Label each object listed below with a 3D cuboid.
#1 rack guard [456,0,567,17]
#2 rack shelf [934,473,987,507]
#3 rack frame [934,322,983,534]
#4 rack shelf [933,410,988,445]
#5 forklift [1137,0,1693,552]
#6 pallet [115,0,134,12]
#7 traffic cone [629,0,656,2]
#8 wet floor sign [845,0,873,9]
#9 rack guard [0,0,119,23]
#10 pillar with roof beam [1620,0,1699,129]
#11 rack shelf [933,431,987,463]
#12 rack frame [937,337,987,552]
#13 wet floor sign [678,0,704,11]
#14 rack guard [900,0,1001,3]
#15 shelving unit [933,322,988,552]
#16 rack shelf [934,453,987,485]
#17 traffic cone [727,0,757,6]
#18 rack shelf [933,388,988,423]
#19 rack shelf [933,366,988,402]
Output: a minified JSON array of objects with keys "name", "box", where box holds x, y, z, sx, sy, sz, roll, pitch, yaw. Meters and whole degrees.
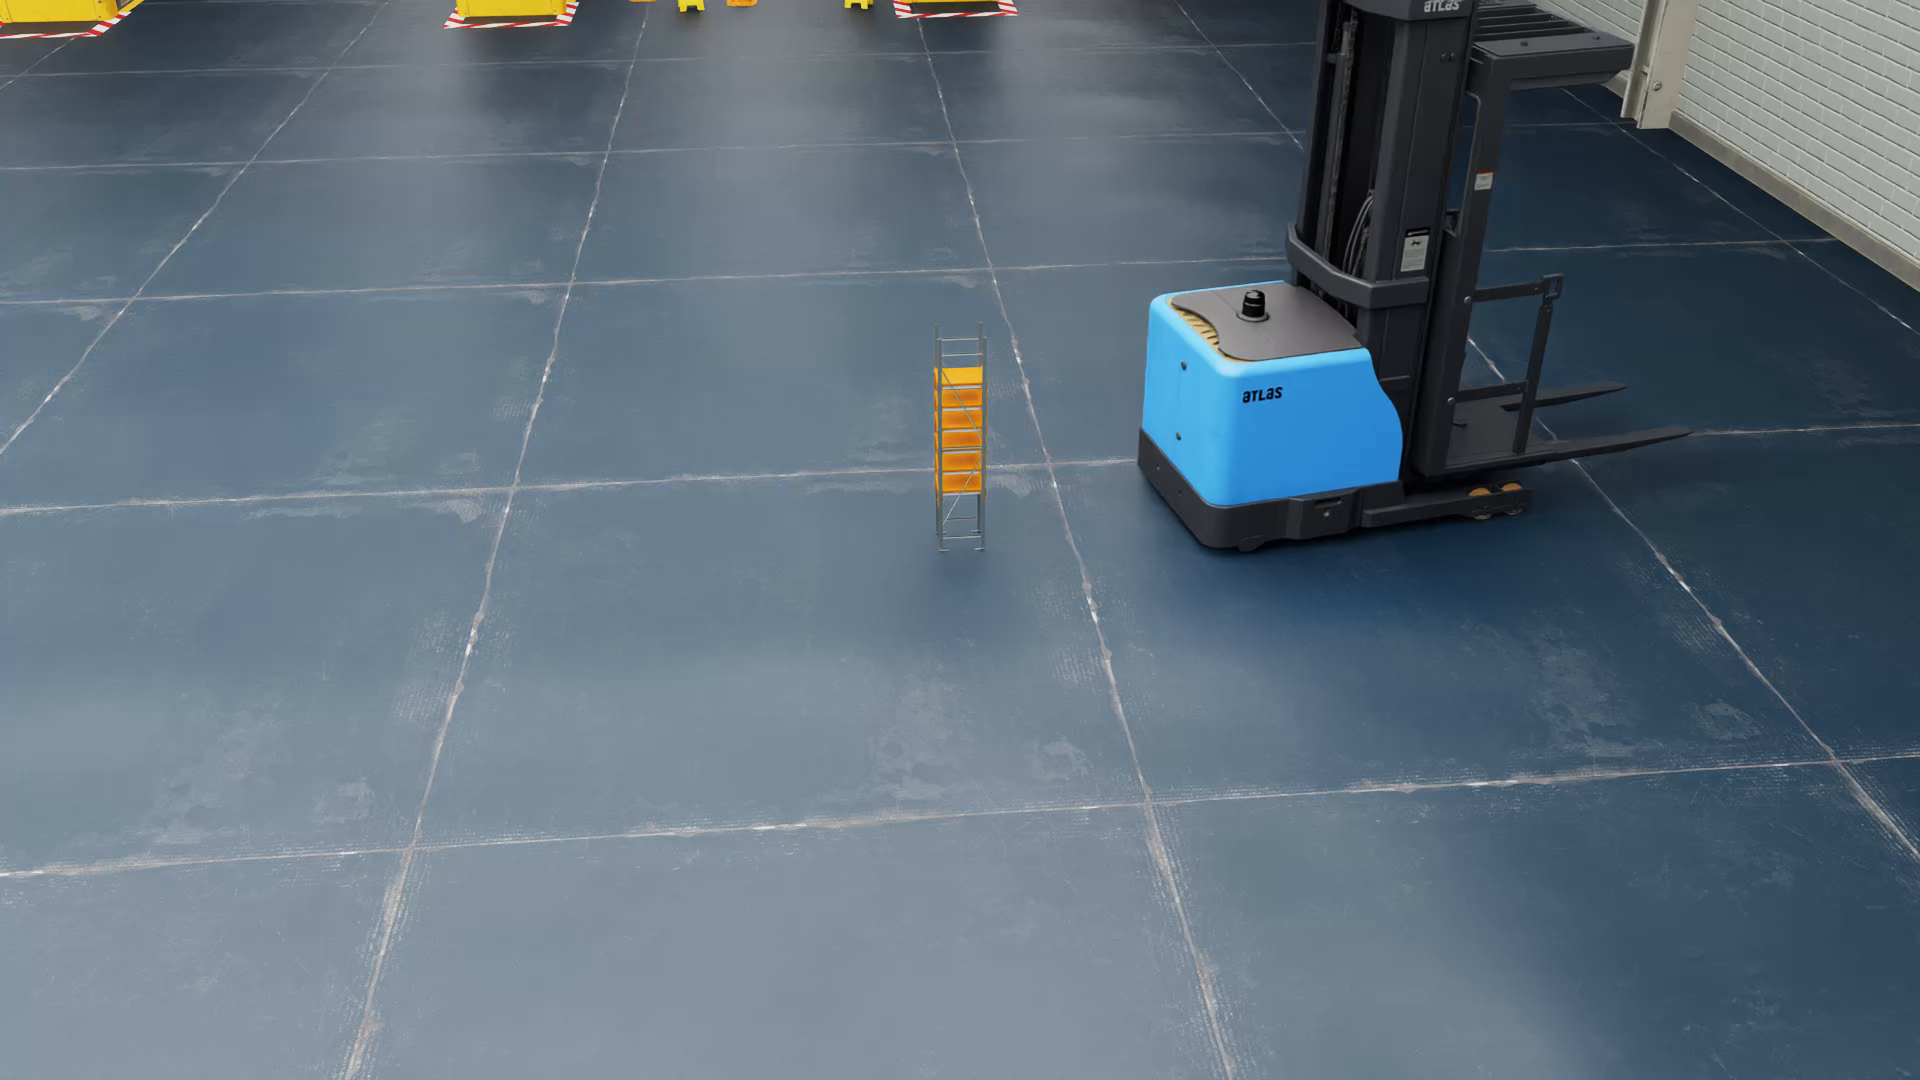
[{"name":"rack guard","box":[-5.018,-6.140,18.542,1.175,0.500,0.348,-3,31,-5]},{"name":"rack shelf","box":[0.001,-0.264,8.576,0.258,0.103,0.180,-3,31,-5]},{"name":"rack frame","box":[-0.007,-0.554,8.508,0.240,1.200,0.006,-3,31,-5]},{"name":"rack shelf","box":[0.001,-0.573,8.391,0.258,0.103,0.180,-3,31,-5]},{"name":"forklift","box":[2.570,-1.618,8.601,3.031,2.935,1.130,-9,32,-14]},{"name":"pallet","box":[-10.016,-6.298,19.088,1.003,0.211,1.213,-3,31,-5]},{"name":"traffic cone","box":[-3.656,-6.476,19.140,0.336,0.463,0.334,-3,31,-5]},{"name":"wet floor sign","box":[-1.149,-6.355,18.761,0.267,0.644,0.232,8,32,13]},{"name":"rack guard","box":[-9.975,-6.005,18.316,1.175,0.500,0.348,-3,31,-5]},{"name":"pillar with roof beam","box":[1.947,-7.459,12.462,9.100,9.000,0.400,-3,31,-5]},{"name":"rack shelf","box":[0.001,-0.470,8.453,0.258,0.103,0.180,-3,31,-5]},{"name":"rack frame","box":[0.010,-0.461,8.352,0.240,1.200,0.006,-3,31,-5]},{"name":"wet floor sign","box":[-3.046,-6.295,18.660,0.267,0.644,0.232,-8,32,-13]},{"name":"rack guard","box":[-0.109,-6.480,19.111,1.175,0.500,0.348,-3,31,-5]},{"name":"shelving unit","box":[0.001,-0.508,8.430,0.258,1.200,0.189,-3,31,-5]},{"name":"rack shelf","box":[0.001,-0.367,8.514,0.258,0.103,0.180,-3,31,-5]},{"name":"traffic cone","box":[-2.500,-6.356,18.940,0.336,0.463,0.334,-3,31,-5]},{"name":"rack shelf","box":[0.001,-0.676,8.330,0.258,0.103,0.180,-3,31,-5]},{"name":"rack shelf","box":[0.001,-0.779,8.268,0.258,0.103,0.180,-3,31,-5]}]
